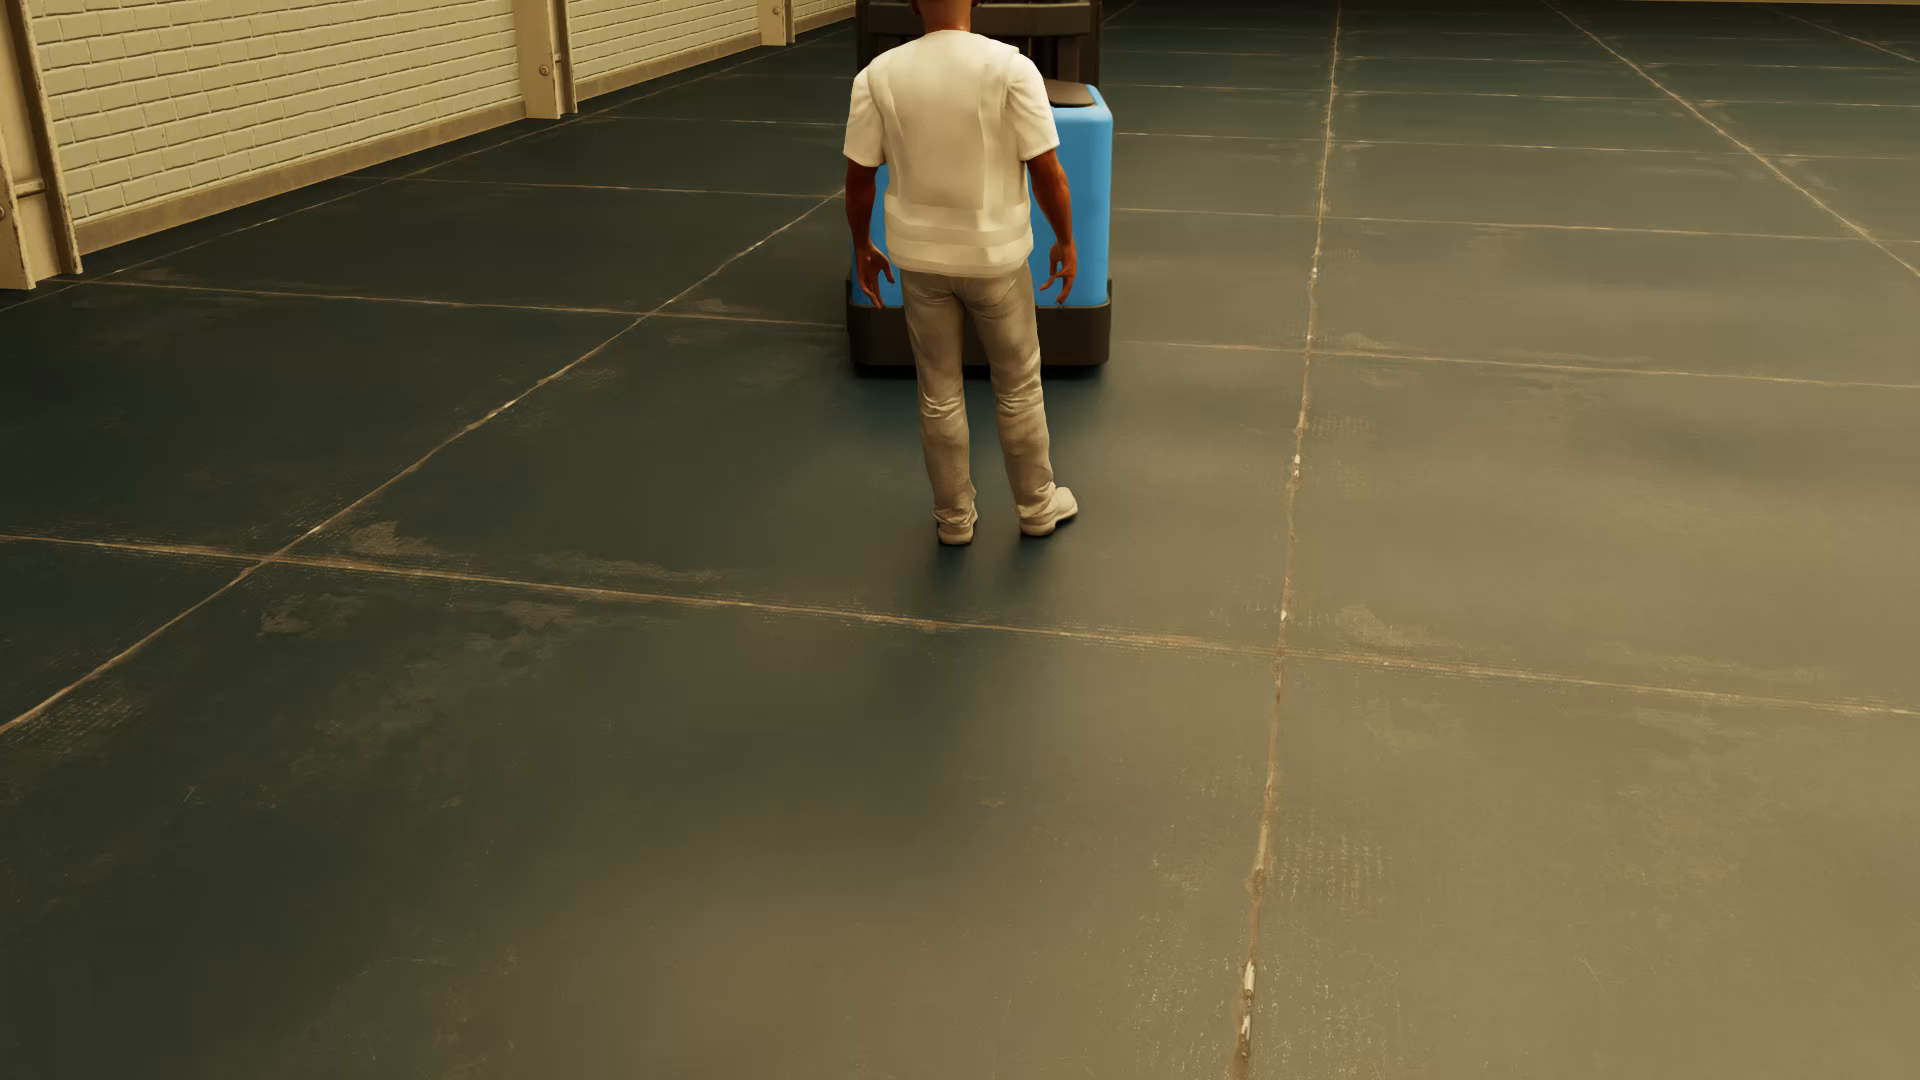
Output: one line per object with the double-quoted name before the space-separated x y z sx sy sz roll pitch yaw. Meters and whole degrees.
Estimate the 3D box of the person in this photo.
"person" 0.020 -0.850 4.875 0.666 1.768 0.575 5 23 11

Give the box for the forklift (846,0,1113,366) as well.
"forklift" 0.081 -2.562 7.550 1.130 2.935 3.031 0 22 0
